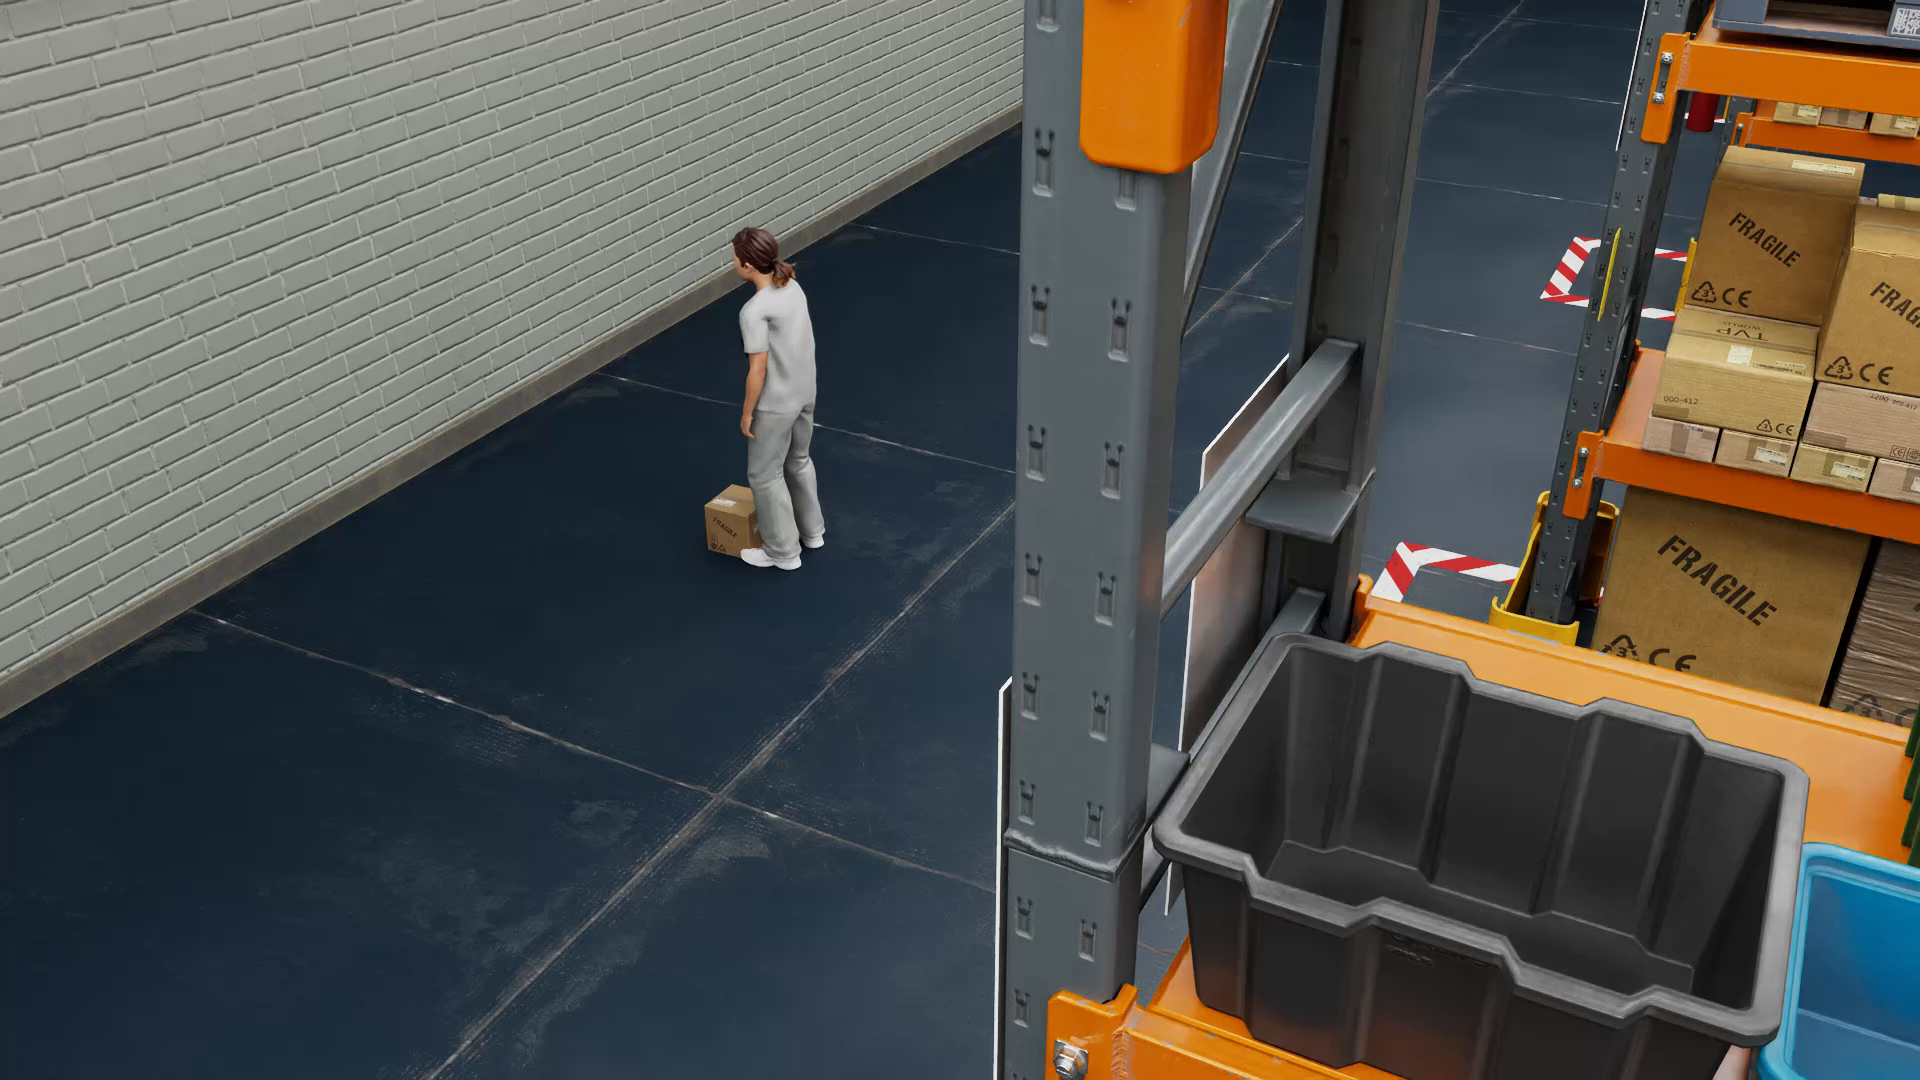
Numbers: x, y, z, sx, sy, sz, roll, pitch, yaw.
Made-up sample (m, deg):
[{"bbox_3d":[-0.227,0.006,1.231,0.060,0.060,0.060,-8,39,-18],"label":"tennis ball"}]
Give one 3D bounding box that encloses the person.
[{"bbox_3d":[-0.854,-0.650,7.753,0.354,1.669,0.490,14,33,23],"label":"person"}]
